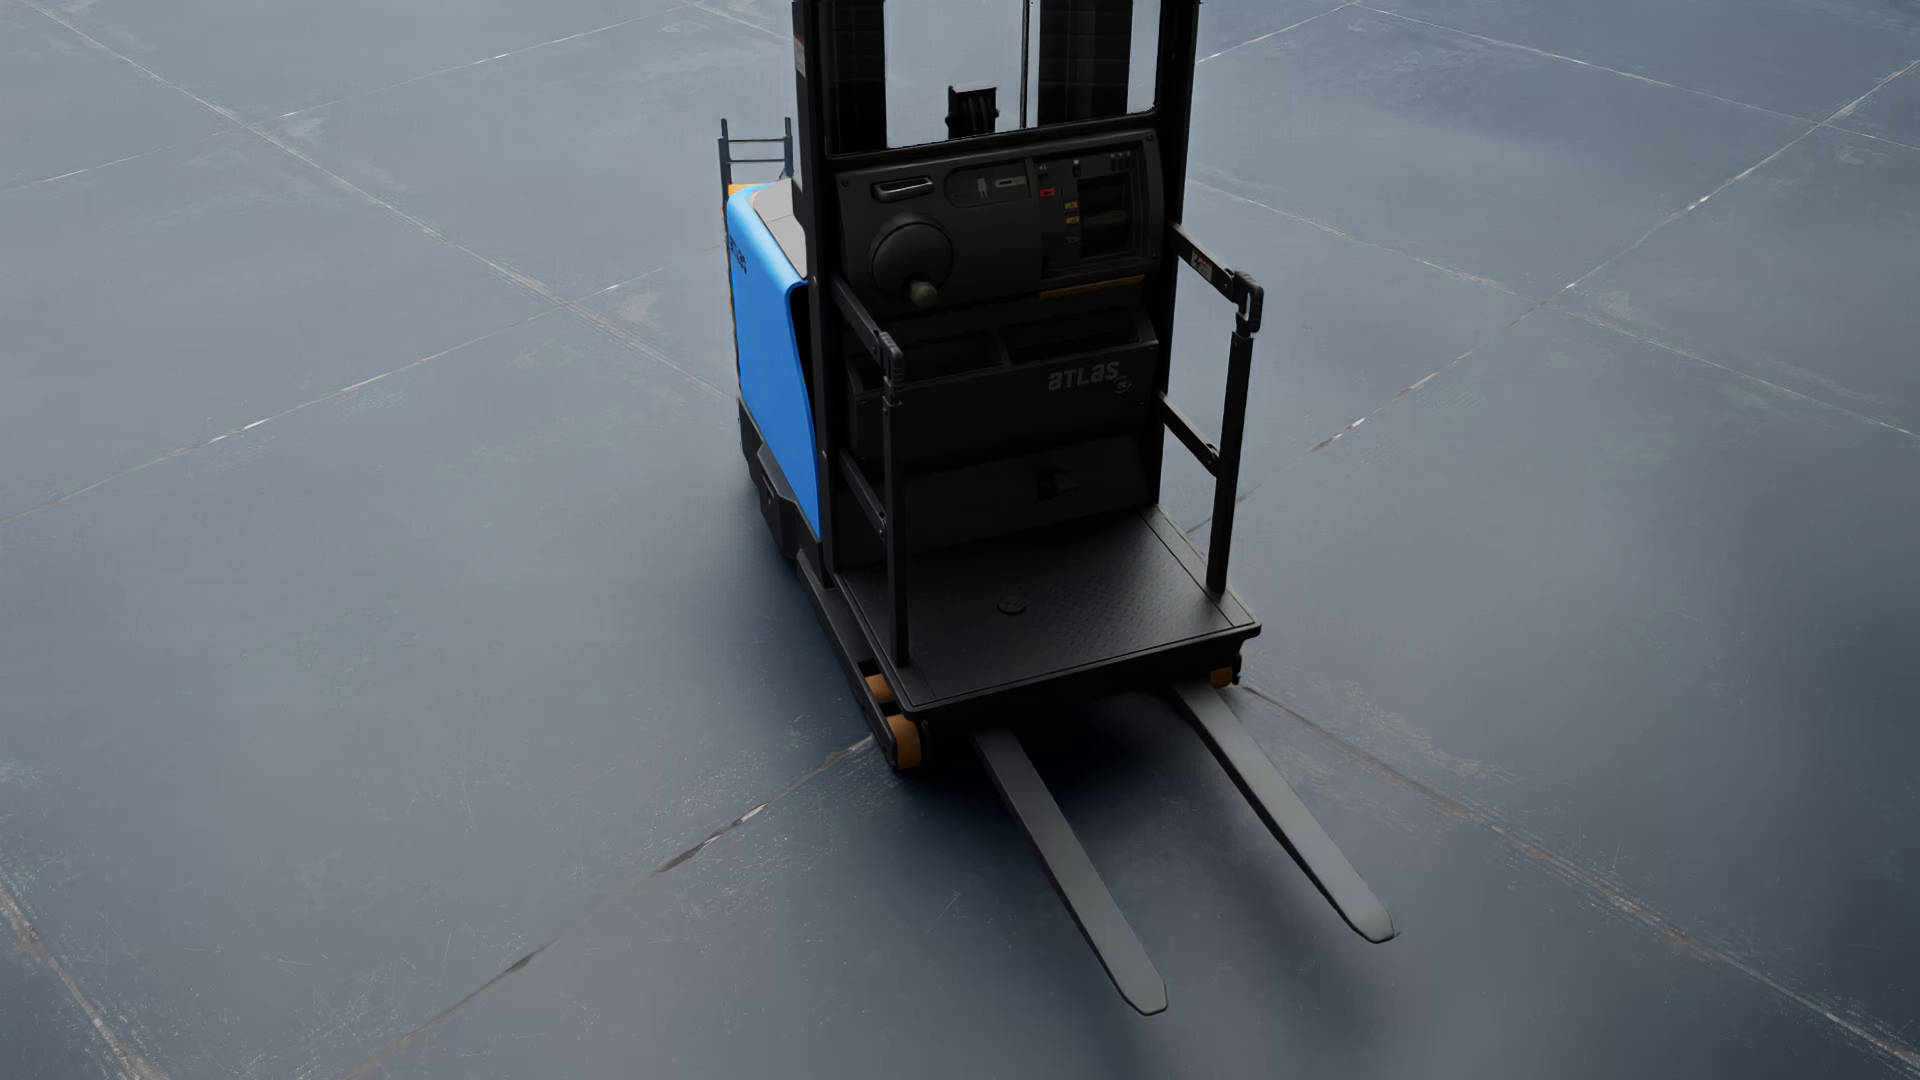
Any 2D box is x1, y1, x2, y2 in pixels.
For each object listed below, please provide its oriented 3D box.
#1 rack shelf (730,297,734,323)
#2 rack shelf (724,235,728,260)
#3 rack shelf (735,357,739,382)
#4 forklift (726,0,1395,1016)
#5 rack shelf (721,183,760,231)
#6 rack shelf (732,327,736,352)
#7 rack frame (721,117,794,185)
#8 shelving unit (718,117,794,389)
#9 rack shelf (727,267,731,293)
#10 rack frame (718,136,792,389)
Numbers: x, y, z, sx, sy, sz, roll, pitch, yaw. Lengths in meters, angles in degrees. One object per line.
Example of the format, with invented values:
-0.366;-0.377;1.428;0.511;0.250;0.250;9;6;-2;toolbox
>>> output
-0.700;-0.877;6.037;0.258;0.103;0.180;-2;35;-3;rack shelf
-0.700;-1.074;5.899;0.258;0.103;0.180;-2;35;-3;rack shelf
-0.700;-0.680;6.174;0.258;0.103;0.180;-2;35;-3;rack shelf
0.199;-0.809;4.348;1.130;2.935;3.031;-12;37;-17;forklift
-0.700;-1.173;5.831;0.258;0.103;0.180;-2;35;-3;rack shelf
-0.700;-0.779;6.105;0.258;0.103;0.180;-2;35;-3;rack shelf
-0.706;-0.966;6.086;0.240;1.200;0.006;-2;35;-3;rack frame
-0.700;-0.914;6.011;0.258;1.200;0.189;-2;35;-3;shelving unit
-0.700;-0.976;5.968;0.258;0.103;0.180;-2;35;-3;rack shelf
-0.694;-0.861;5.936;0.240;1.200;0.006;-2;35;-3;rack frame
